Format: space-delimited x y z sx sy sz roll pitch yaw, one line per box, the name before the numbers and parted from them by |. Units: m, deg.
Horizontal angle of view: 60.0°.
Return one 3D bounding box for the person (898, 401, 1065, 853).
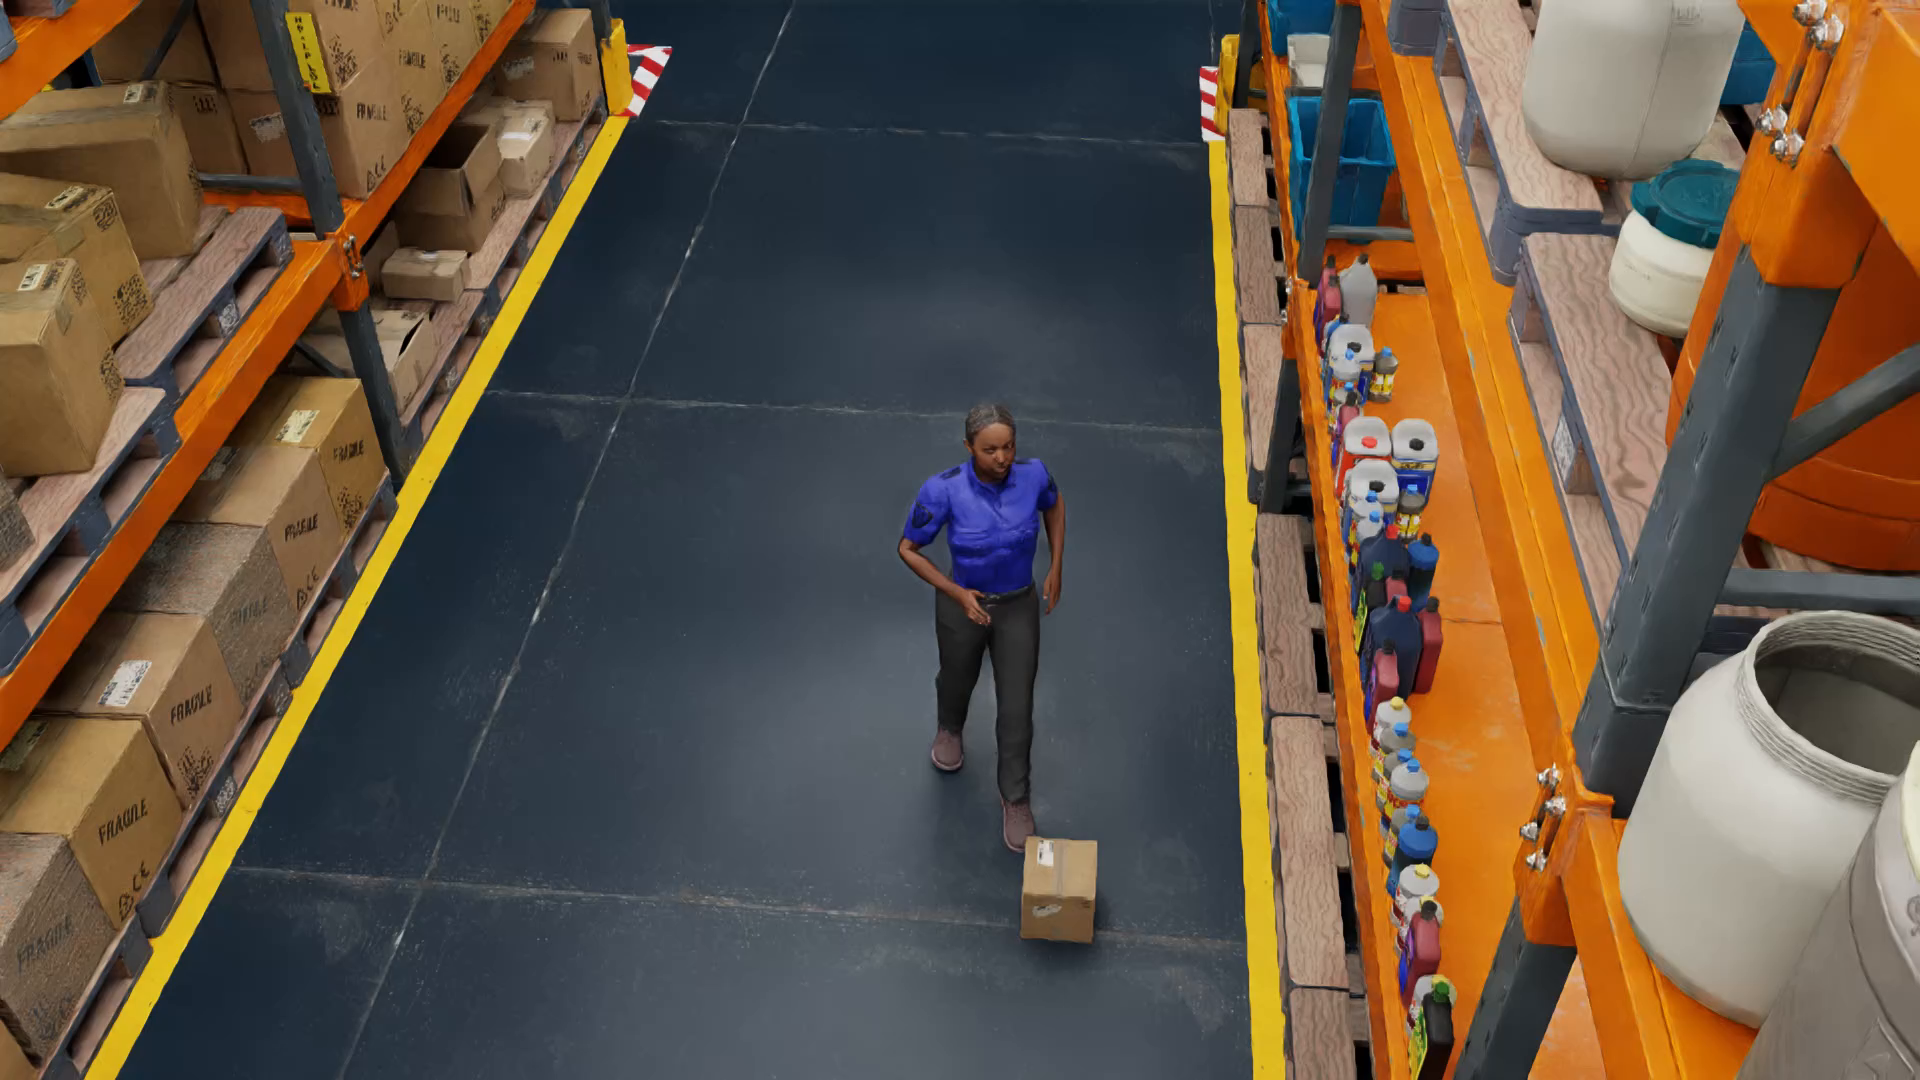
person | 0.124 0.298 5.801 0.624 1.650 0.718 -9 41 -10
